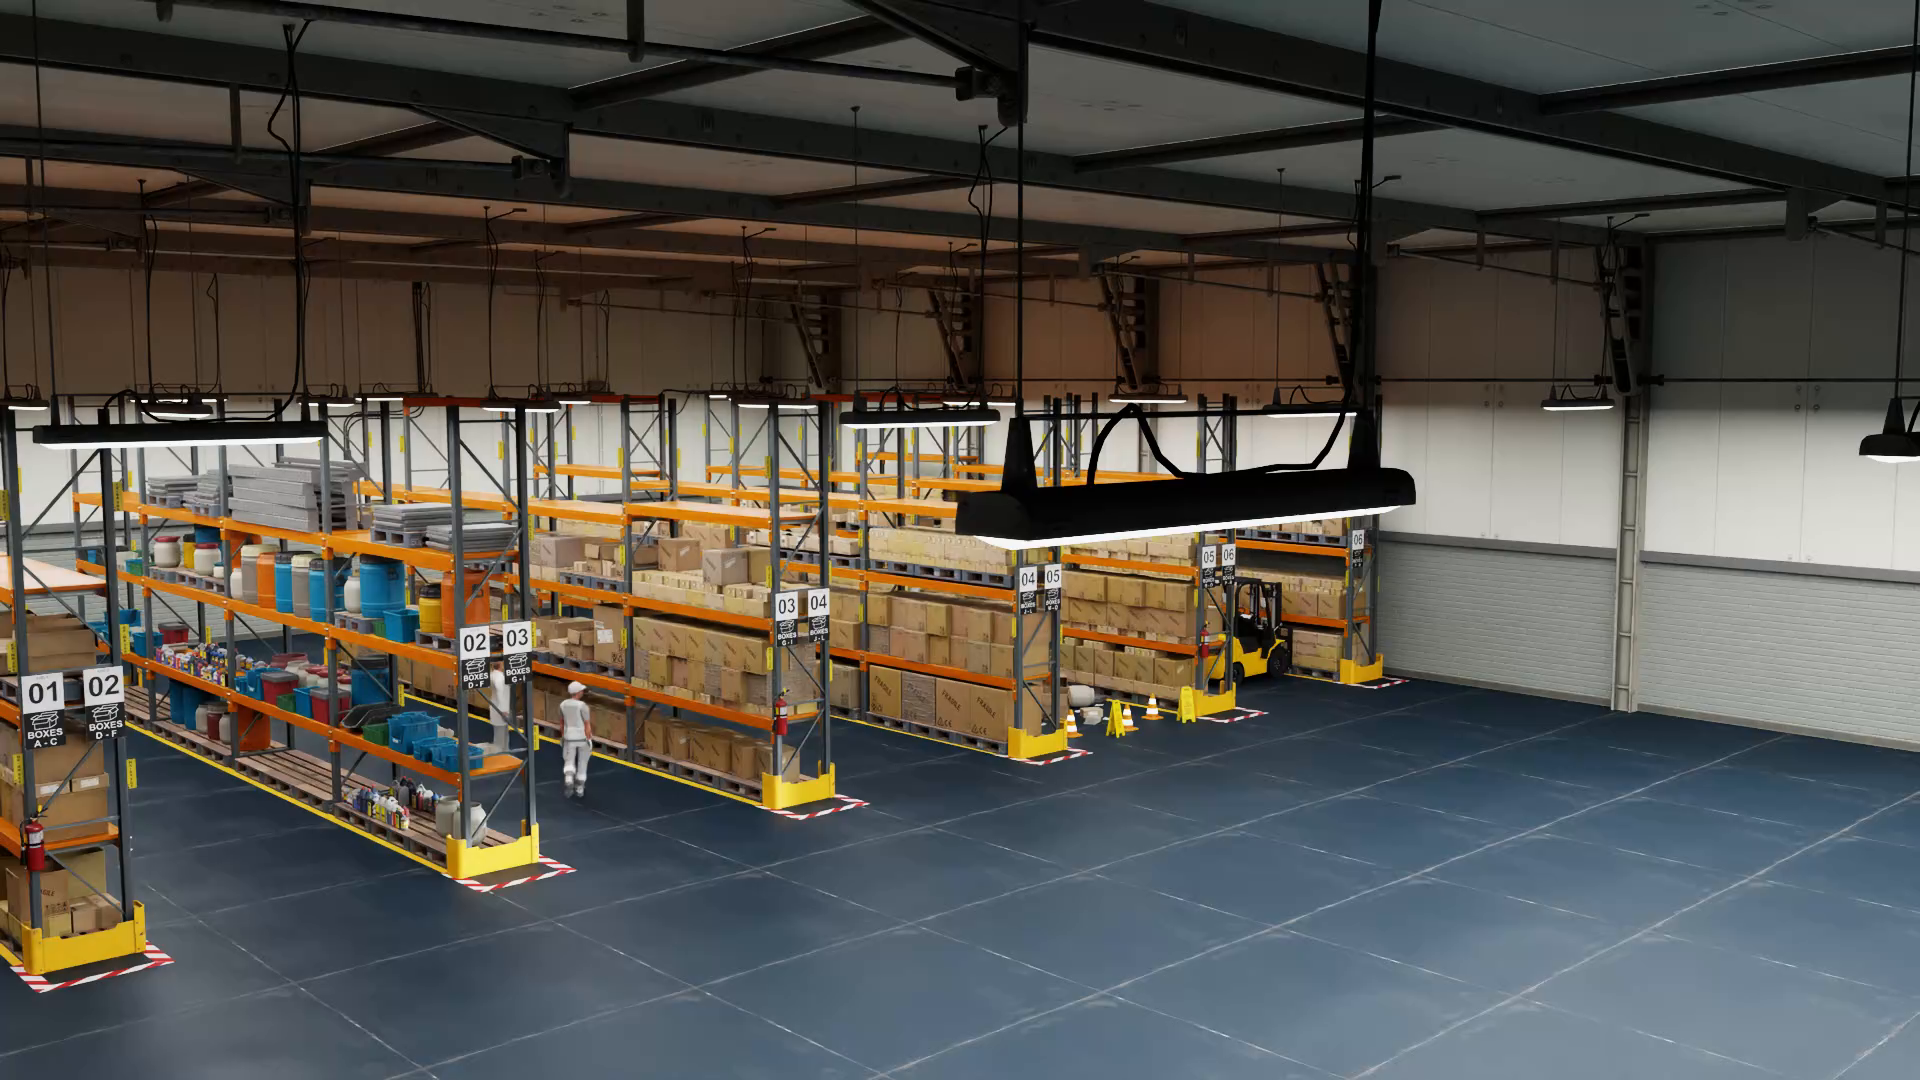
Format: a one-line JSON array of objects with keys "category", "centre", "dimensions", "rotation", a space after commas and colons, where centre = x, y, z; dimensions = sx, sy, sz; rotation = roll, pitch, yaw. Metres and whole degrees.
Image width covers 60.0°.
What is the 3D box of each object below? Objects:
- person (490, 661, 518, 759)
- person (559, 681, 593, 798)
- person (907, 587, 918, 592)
[{"category": "person", "centre": [-7.543, 2.861, 27.395], "dimensions": [0.411, 1.703, 0.643], "rotation": [-1, 6, -5]}, {"category": "person", "centre": [-5.794, 3.010, 25.061], "dimensions": [0.526, 1.780, 0.634], "rotation": [0, 6, -2]}, {"category": "person", "centre": [-0.907, 1.803, 35.098], "dimensions": [0.493, 1.689, 0.459], "rotation": [-1, 6, -9]}]
